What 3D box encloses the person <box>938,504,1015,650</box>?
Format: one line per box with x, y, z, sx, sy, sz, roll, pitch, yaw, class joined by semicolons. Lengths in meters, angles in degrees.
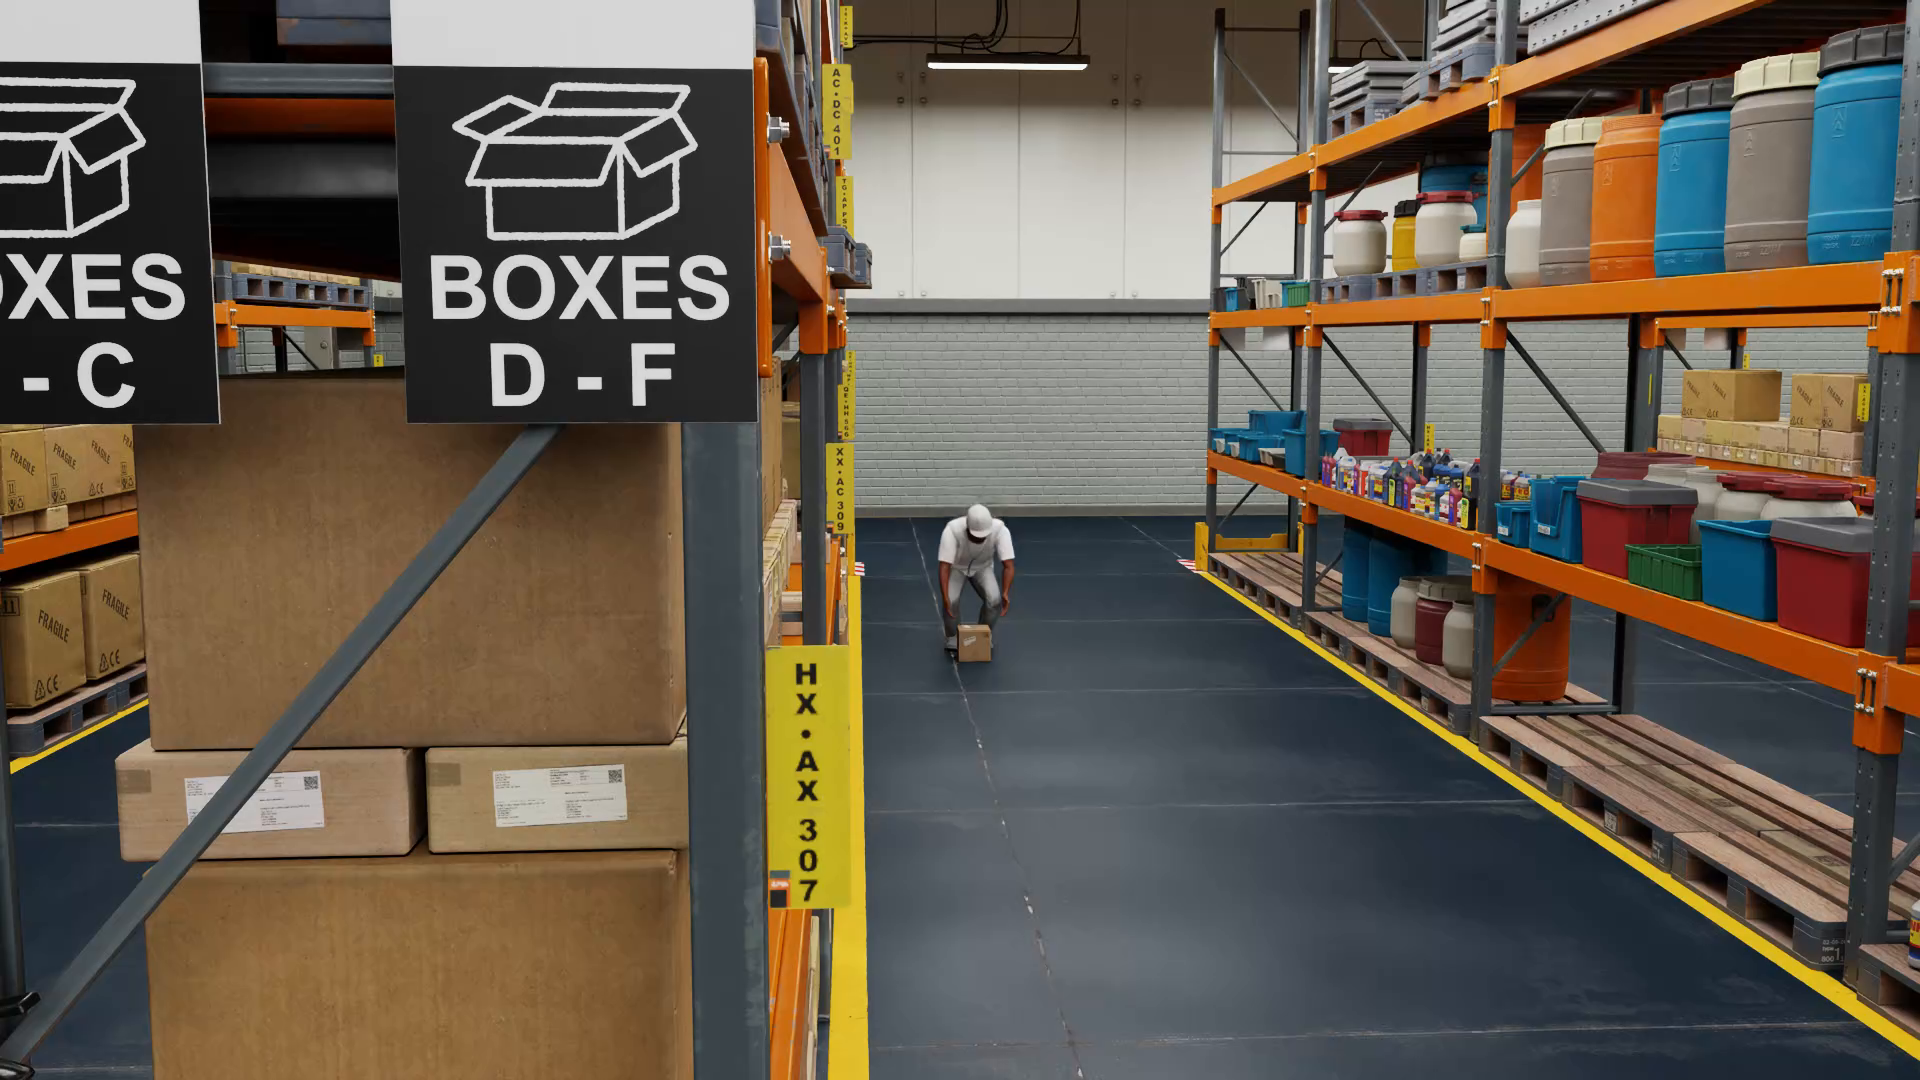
0.126;0.291;13.500;0.622;1.224;0.838;0;7;-3;person
